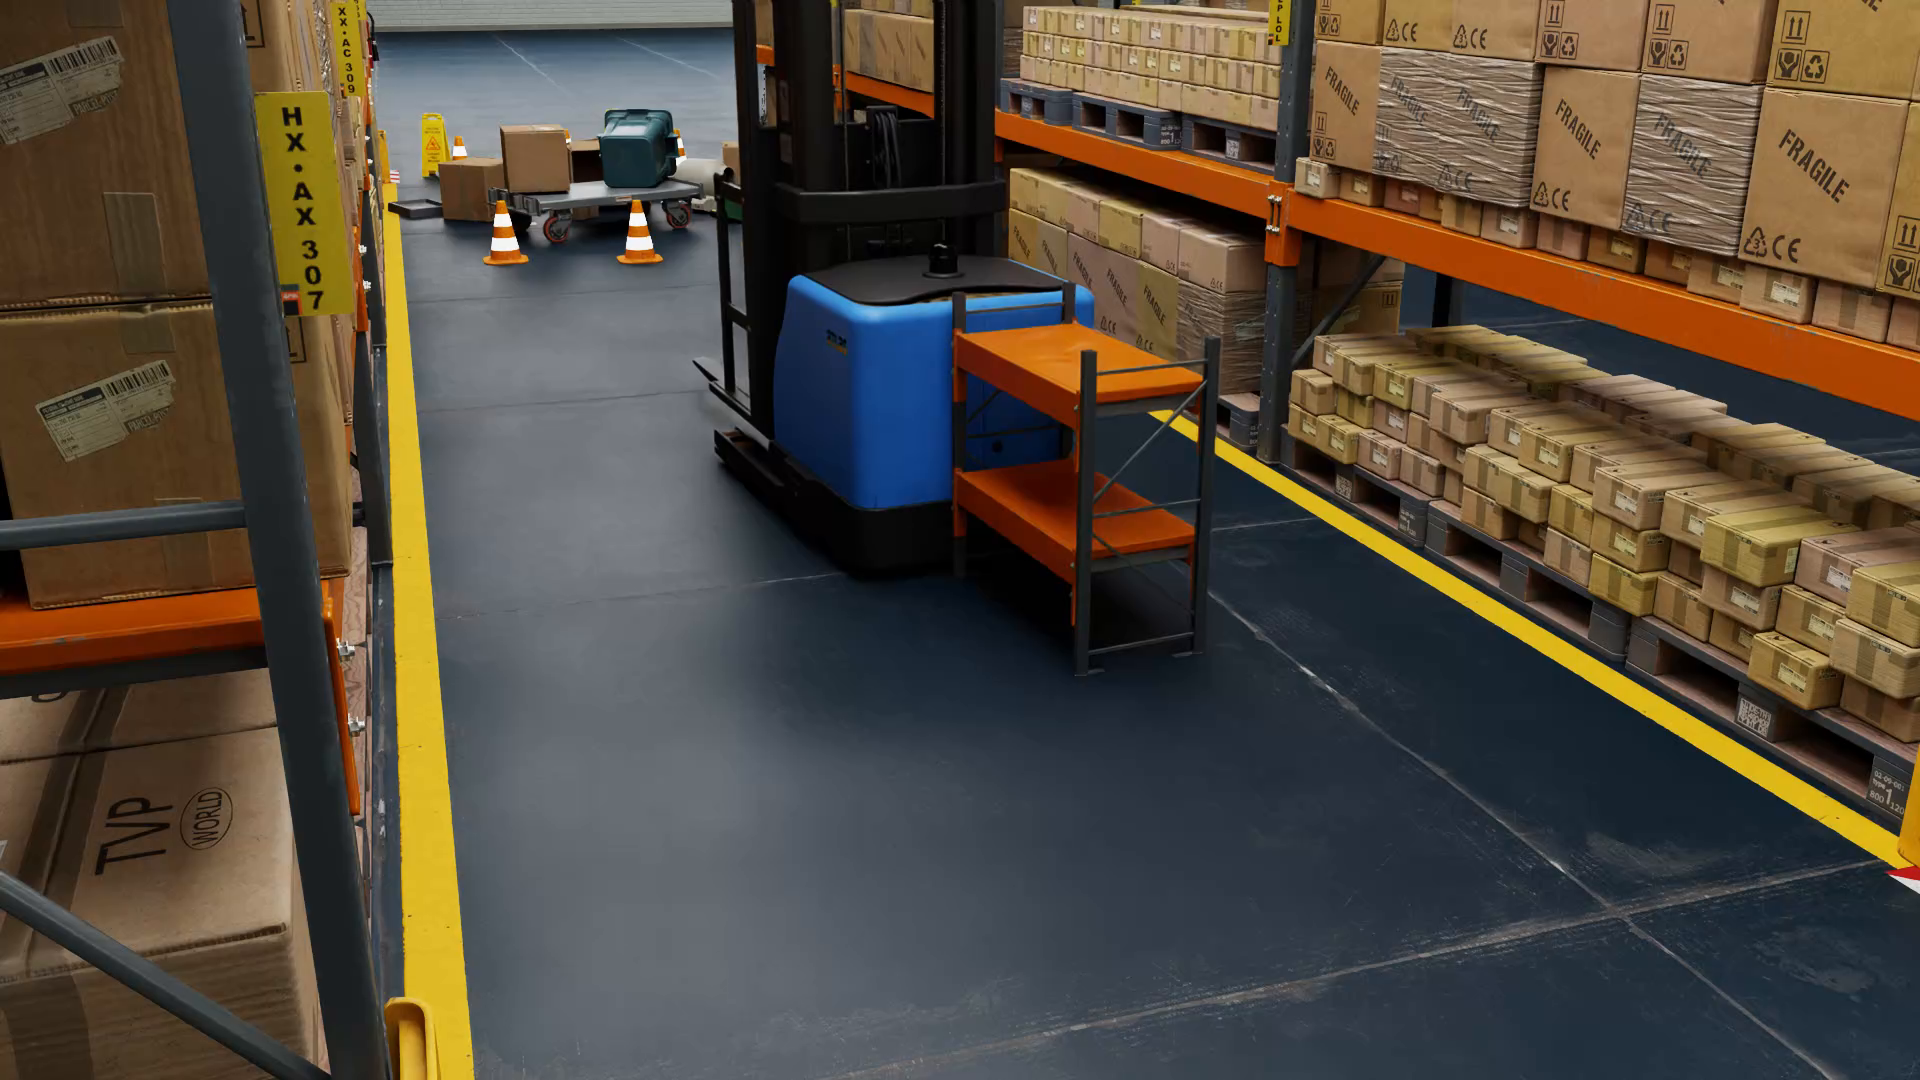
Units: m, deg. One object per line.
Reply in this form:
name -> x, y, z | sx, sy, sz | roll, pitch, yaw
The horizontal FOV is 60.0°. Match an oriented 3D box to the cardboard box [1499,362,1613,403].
cardboard box -> 2.485, -0.634, 6.960 | 0.380, 0.149, 0.250 | -6, 21, -15

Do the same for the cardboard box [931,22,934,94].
cardboard box -> 0.107, -3.440, 11.908 | 0.500, 0.500, 0.500 | -6, 21, -17

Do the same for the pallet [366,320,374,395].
pallet -> -3.832, -0.985, 9.346 | 1.003, 0.211, 1.213 | -6, 21, -17

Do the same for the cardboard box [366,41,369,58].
cardboard box -> -5.848, -4.677, 15.871 | 0.380, 0.149, 0.250 | -6, 21, -16

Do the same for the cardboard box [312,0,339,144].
cardboard box -> -2.020, -1.344, 4.594 | 0.500, 0.500, 0.500 | -6, 21, -16

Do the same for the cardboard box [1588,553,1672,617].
cardboard box -> 2.402, 0.129, 5.716 | 0.380, 0.149, 0.250 | -7, 21, -20

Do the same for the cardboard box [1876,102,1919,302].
cardboard box -> 2.788, -0.853, 4.267 | 0.500, 0.500, 0.500 | -6, 21, -16

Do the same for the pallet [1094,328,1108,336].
pallet -> 1.283, -1.163, 9.841 | 1.003, 0.211, 1.213 | -6, 21, -17

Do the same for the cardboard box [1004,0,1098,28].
cardboard box -> 0.527, -3.779, 11.374 | 0.700, 0.500, 0.500 | -7, 21, -17

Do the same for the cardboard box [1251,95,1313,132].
cardboard box -> 1.603, -2.019, 7.850 | 0.380, 0.149, 0.250 | -7, 21, -18

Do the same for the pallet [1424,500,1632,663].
pallet -> 2.548, 0.083, 6.372 | 1.003, 0.211, 1.213 | -6, 21, -17

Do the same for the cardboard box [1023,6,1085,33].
cardboard box -> 0.621, -3.306, 10.553 | 0.380, 0.149, 0.250 | -6, 21, -17

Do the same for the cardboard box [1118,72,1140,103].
cardboard box -> 1.107, -2.522, 9.251 | 0.380, 0.149, 0.250 | -7, 21, -19

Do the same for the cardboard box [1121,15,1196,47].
cardboard box -> 1.109, -2.805, 9.159 | 0.380, 0.149, 0.250 | -7, 21, -18

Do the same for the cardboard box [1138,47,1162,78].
cardboard box -> 1.186, -2.582, 8.977 | 0.380, 0.149, 0.250 | -6, 21, -17

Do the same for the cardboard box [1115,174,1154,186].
cardboard box -> 1.292, -2.138, 10.399 | 0.500, 0.250, 0.500 | -6, 21, -16

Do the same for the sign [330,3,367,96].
sign -> -2.225, -1.779, 6.034 | 0.100, 0.325, 0.005 | -6, 21, -17

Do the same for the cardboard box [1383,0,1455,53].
cardboard box -> 2.004, -2.155, 6.412 | 0.500, 0.500, 0.500 | -7, 21, -19

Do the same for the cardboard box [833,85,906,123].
cardboard box -> -0.730, -3.807, 15.601 | 0.875, 0.875, 0.875 | -6, 21, -16

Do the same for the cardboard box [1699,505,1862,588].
cardboard box -> 2.540, 0.015, 5.152 | 0.380, 0.149, 0.250 | -7, 21, -18

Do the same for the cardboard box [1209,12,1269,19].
cardboard box -> 1.652, -2.952, 9.569 | 0.380, 0.149, 0.250 | -5, 20, -15

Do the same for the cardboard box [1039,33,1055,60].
cardboard box -> 0.707, -3.073, 10.344 | 0.380, 0.149, 0.250 | -5, 20, -15

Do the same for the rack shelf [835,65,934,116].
rack shelf -> 0.030, -3.420, 13.065 | 1.077, 0.370, 4.000 | -6, 21, -17

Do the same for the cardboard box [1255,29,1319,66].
cardboard box -> 1.604, -2.300, 7.754 | 0.380, 0.149, 0.250 | -5, 20, -15

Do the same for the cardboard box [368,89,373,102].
cardboard box -> -5.428, -3.919, 14.767 | 0.380, 0.149, 0.250 | -5, 20, -14

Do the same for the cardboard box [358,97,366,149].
cardboard box -> -3.428, -2.191, 8.800 | 0.500, 0.250, 0.500 | -6, 21, -16

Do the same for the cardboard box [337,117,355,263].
cardboard box -> -2.363, -1.200, 5.672 | 0.500, 0.500, 0.500 | -6, 21, -17

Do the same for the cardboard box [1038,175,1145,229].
cardboard box -> 0.805, -2.081, 10.240 | 0.500, 0.250, 0.500 | -7, 21, -18

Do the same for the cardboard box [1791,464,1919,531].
cardboard box -> 3.016, -0.130, 5.558 | 0.380, 0.149, 0.250 | -7, 21, -20

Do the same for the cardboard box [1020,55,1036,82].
cardboard box -> 0.608, -3.031, 10.668 | 0.380, 0.149, 0.250 | -7, 21, -18

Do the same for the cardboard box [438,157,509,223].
cardboard box -> -4.311, -3.155, 14.957 | 0.500, 0.500, 0.500 | 8, 21, 20

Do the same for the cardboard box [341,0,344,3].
cardboard box -> -3.279, -2.614, 8.129 | 0.500, 0.500, 0.500 | -6, 21, -17

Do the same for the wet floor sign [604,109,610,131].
wet floor sign -> -3.745, -4.375, 18.142 | 0.267, 0.644, 0.232 | -10, 22, -27

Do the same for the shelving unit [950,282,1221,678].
shelving unit -> 0.411, -0.258, 5.971 | 0.538, 1.125, 1.048 | -9, 21, -22

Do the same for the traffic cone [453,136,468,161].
traffic cone -> -5.163, -3.931, 17.175 | 0.336, 0.463, 0.334 | -6, 21, -17

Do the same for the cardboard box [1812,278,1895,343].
cardboard box -> 2.667, -0.668, 4.712 | 0.380, 0.149, 0.250 | -7, 21, -18

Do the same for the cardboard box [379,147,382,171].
cardboard box -> -6.006, -3.791, 16.479 | 0.500, 0.250, 0.500 | -6, 21, -17

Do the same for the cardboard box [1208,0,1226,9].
cardboard box -> 3.302, -6.038, 18.703 | 0.875, 0.500, 0.500 | -6, 21, -17

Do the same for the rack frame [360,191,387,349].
rack frame -> -4.009, -2.558, 9.602 | 1.000, 3.000, 0.127 | -6, 21, -17

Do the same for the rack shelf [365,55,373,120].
rack shelf -> -5.895, -4.145, 15.084 | 1.077, 0.370, 4.000 | -6, 21, -17

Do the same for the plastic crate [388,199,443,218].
plastic crate -> -4.981, -3.059, 15.314 | 0.402, 0.080, 0.583 | -15, 25, -36

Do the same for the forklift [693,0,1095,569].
forklift -> -0.518, -1.728, 7.392 | 1.130, 2.935, 3.031 | -9, 21, -22

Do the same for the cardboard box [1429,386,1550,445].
cardboard box -> 2.090, -0.494, 6.571 | 0.380, 0.149, 0.250 | -6, 21, -16

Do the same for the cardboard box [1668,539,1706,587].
cardboard box -> 2.585, 0.052, 5.491 | 0.380, 0.149, 0.250 | -7, 21, -18

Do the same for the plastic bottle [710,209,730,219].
plastic bottle -> -2.118, -2.946, 15.027 | 0.283, 0.061, 0.133 | 17, 26, 39

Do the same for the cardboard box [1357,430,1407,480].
cardboard box -> 1.936, -0.378, 7.128 | 0.380, 0.149, 0.250 | -6, 21, -17

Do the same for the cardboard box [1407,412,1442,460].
cardboard box -> 2.084, -0.446, 6.876 | 0.380, 0.149, 0.250 | -7, 21, -20

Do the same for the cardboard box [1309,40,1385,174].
cardboard box -> 1.832, -1.834, 6.998 | 0.500, 0.500, 0.500 | -7, 21, -18

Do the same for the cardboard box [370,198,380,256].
cardboard box -> -4.649, -2.181, 11.819 | 0.950, 0.372, 0.625 | -6, 21, -15

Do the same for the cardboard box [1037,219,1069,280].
cardboard box -> 0.800, -1.723, 10.352 | 0.500, 0.500, 0.500 | -6, 21, -17

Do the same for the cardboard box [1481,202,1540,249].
cardboard box -> 2.154, -1.172, 6.113 | 0.380, 0.149, 0.250 | -5, 20, -15
